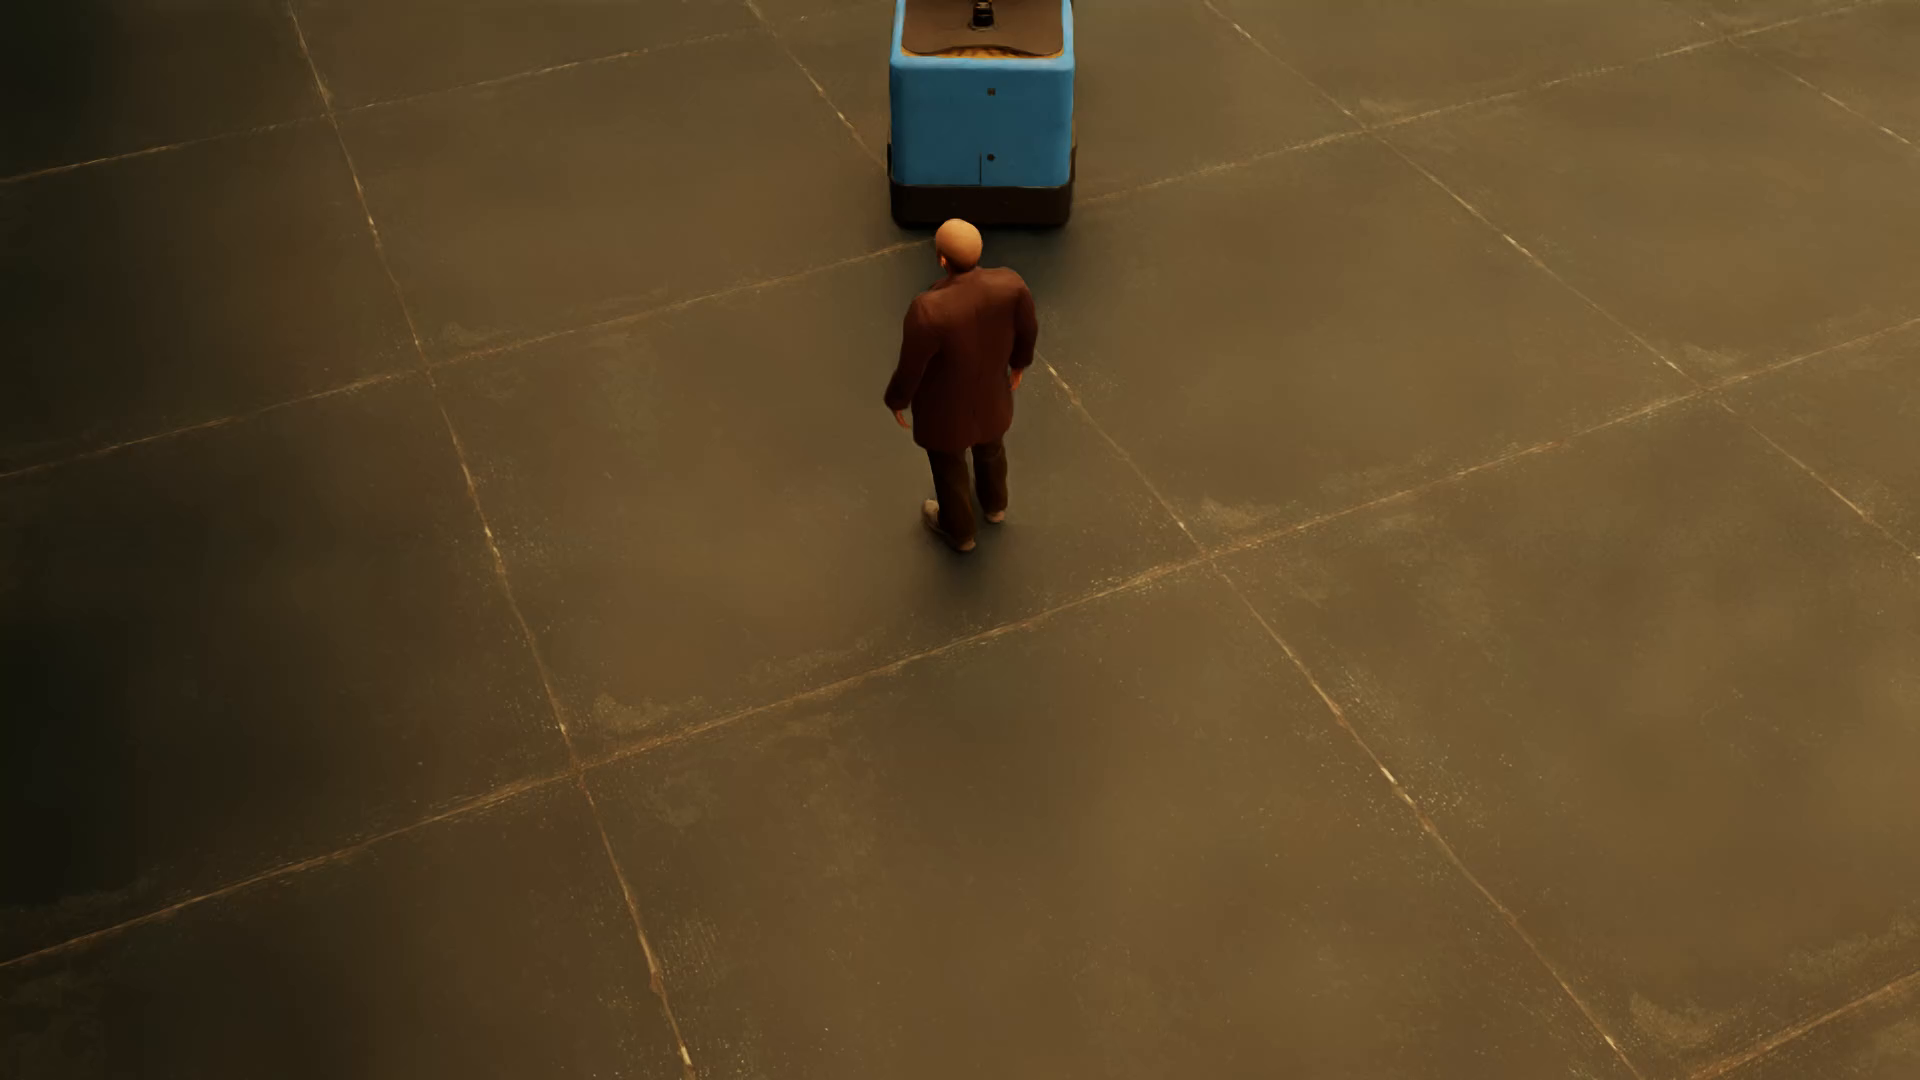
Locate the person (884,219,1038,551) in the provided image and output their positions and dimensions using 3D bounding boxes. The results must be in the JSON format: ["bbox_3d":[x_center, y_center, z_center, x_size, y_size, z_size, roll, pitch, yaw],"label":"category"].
[{"bbox_3d":[-0.034,-0.713,7.279,0.694,1.776,0.580,-18,46,-18],"label":"person"}]

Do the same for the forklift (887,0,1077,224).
[{"bbox_3d":[0.158,-3.904,9.864,1.130,2.935,3.031,1,43,1],"label":"forklift"}]
